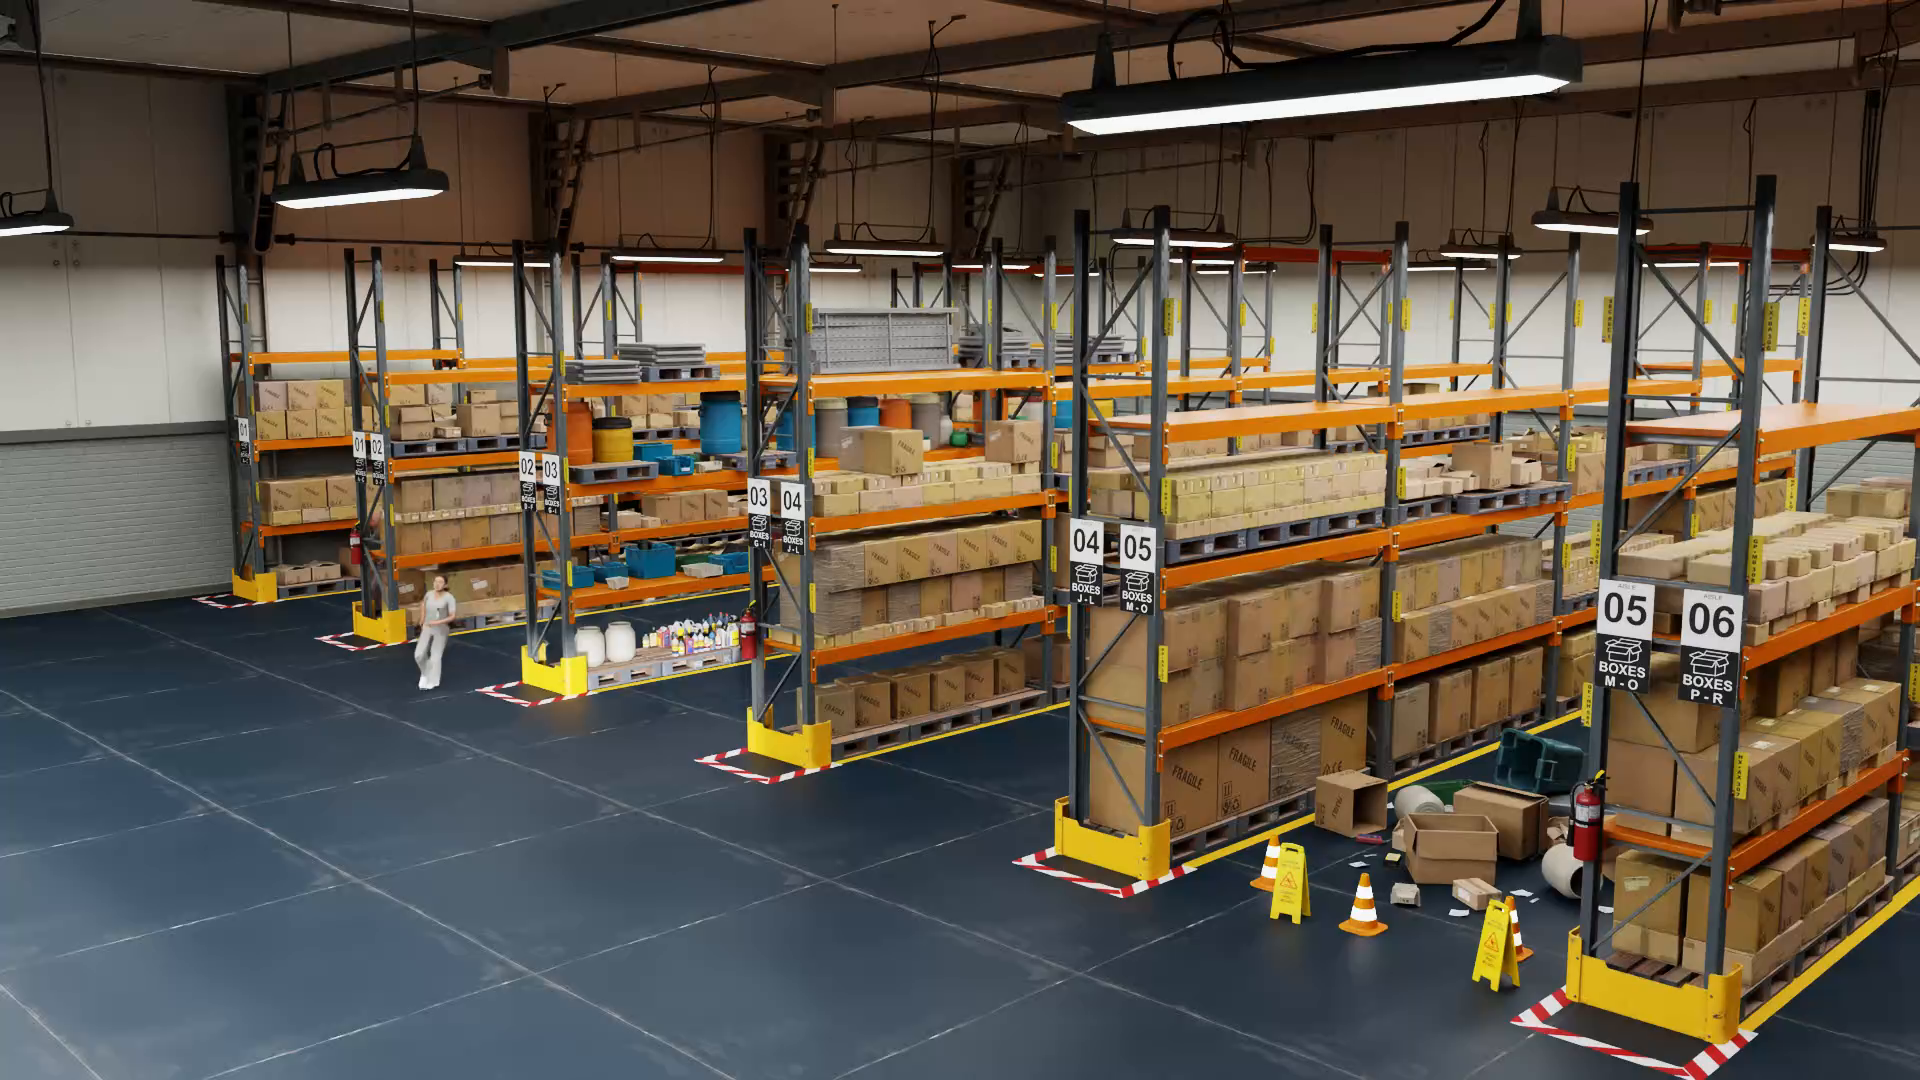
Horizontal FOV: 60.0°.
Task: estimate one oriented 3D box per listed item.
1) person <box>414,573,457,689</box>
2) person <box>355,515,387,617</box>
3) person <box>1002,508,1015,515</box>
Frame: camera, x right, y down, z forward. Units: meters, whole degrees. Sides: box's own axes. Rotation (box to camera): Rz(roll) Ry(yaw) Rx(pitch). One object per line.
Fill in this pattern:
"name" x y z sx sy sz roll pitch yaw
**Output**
"person" -6.962 1.263 22.155 0.578 1.531 0.618 1 8 6
"person" -9.749 0.412 27.804 0.664 1.680 0.625 2 8 13
"person" 1.043 -0.211 31.360 0.924 1.651 0.726 -7 11 -42
